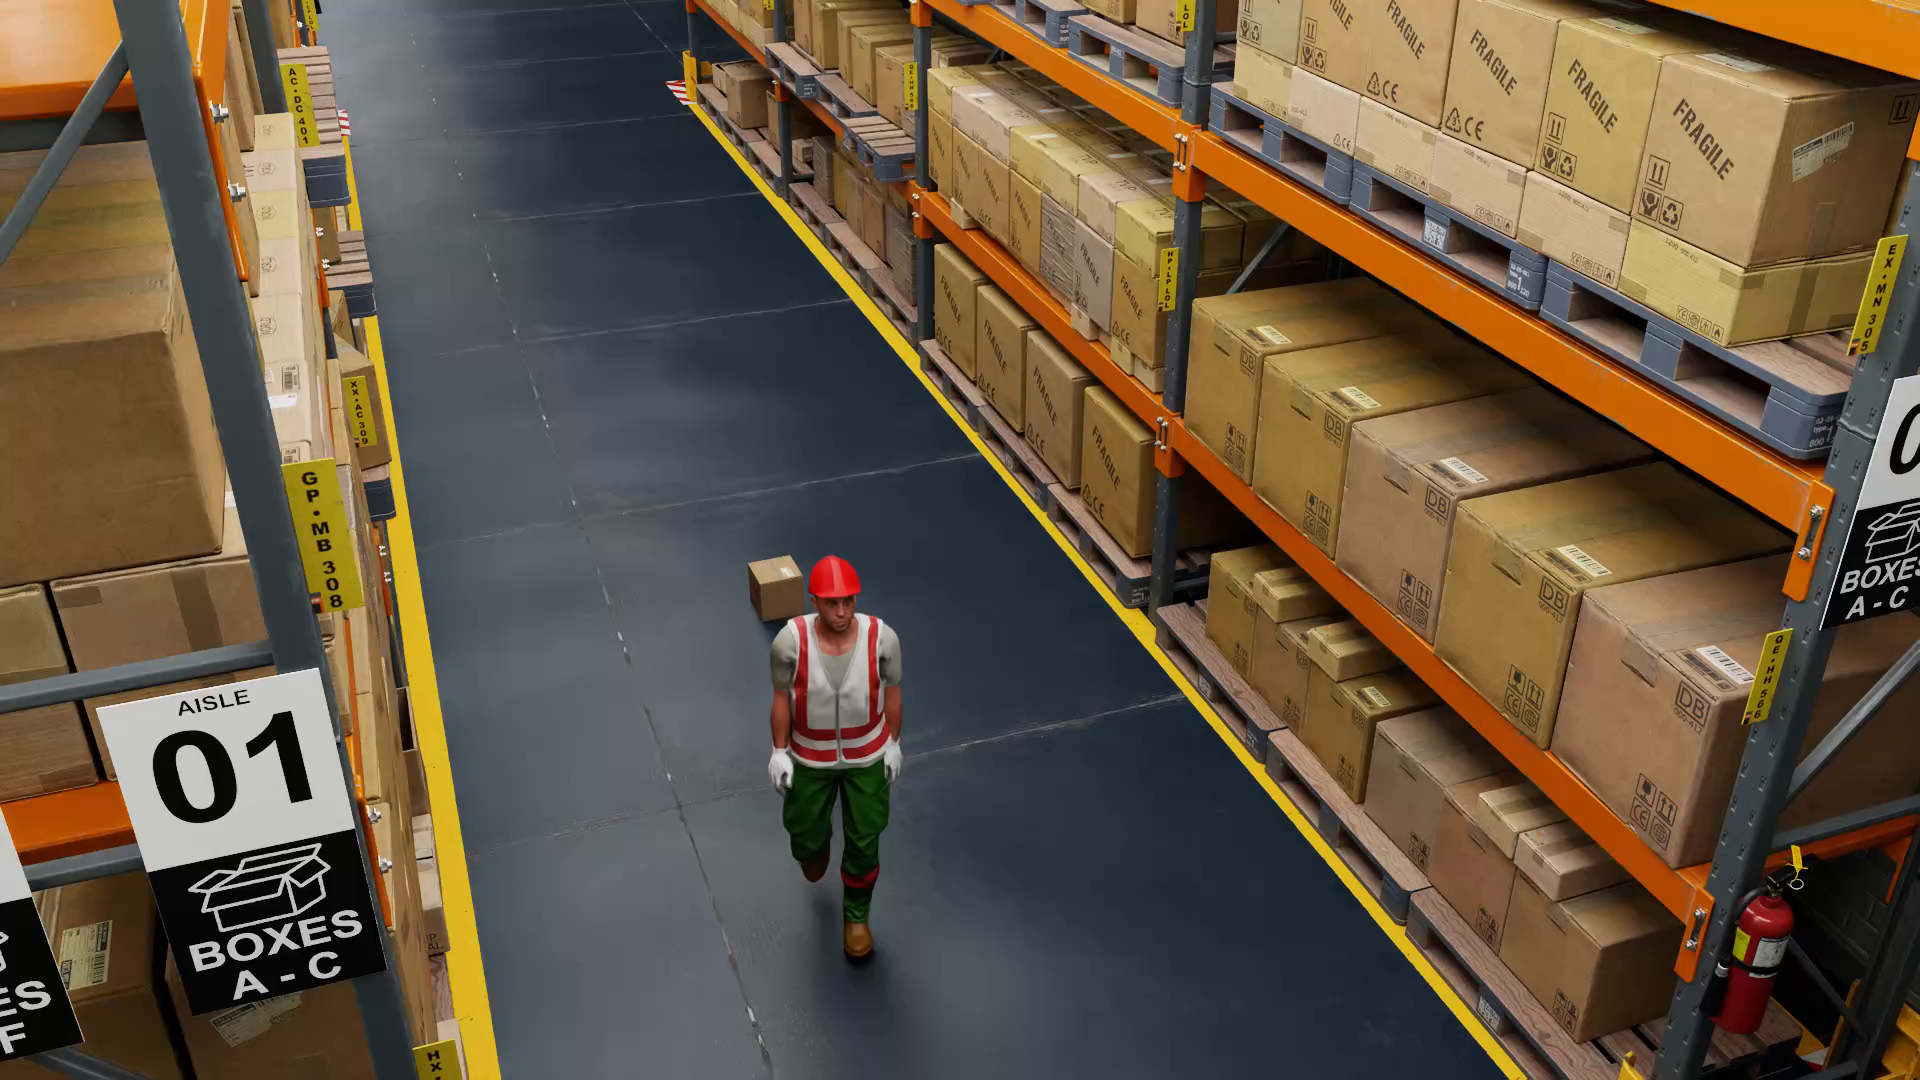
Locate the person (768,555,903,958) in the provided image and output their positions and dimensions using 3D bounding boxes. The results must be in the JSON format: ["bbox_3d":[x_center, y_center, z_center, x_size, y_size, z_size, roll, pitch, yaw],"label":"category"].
[{"bbox_3d":[-0.505,0.845,6.779,0.560,1.777,0.626,-3,30,-5],"label":"person"}]
